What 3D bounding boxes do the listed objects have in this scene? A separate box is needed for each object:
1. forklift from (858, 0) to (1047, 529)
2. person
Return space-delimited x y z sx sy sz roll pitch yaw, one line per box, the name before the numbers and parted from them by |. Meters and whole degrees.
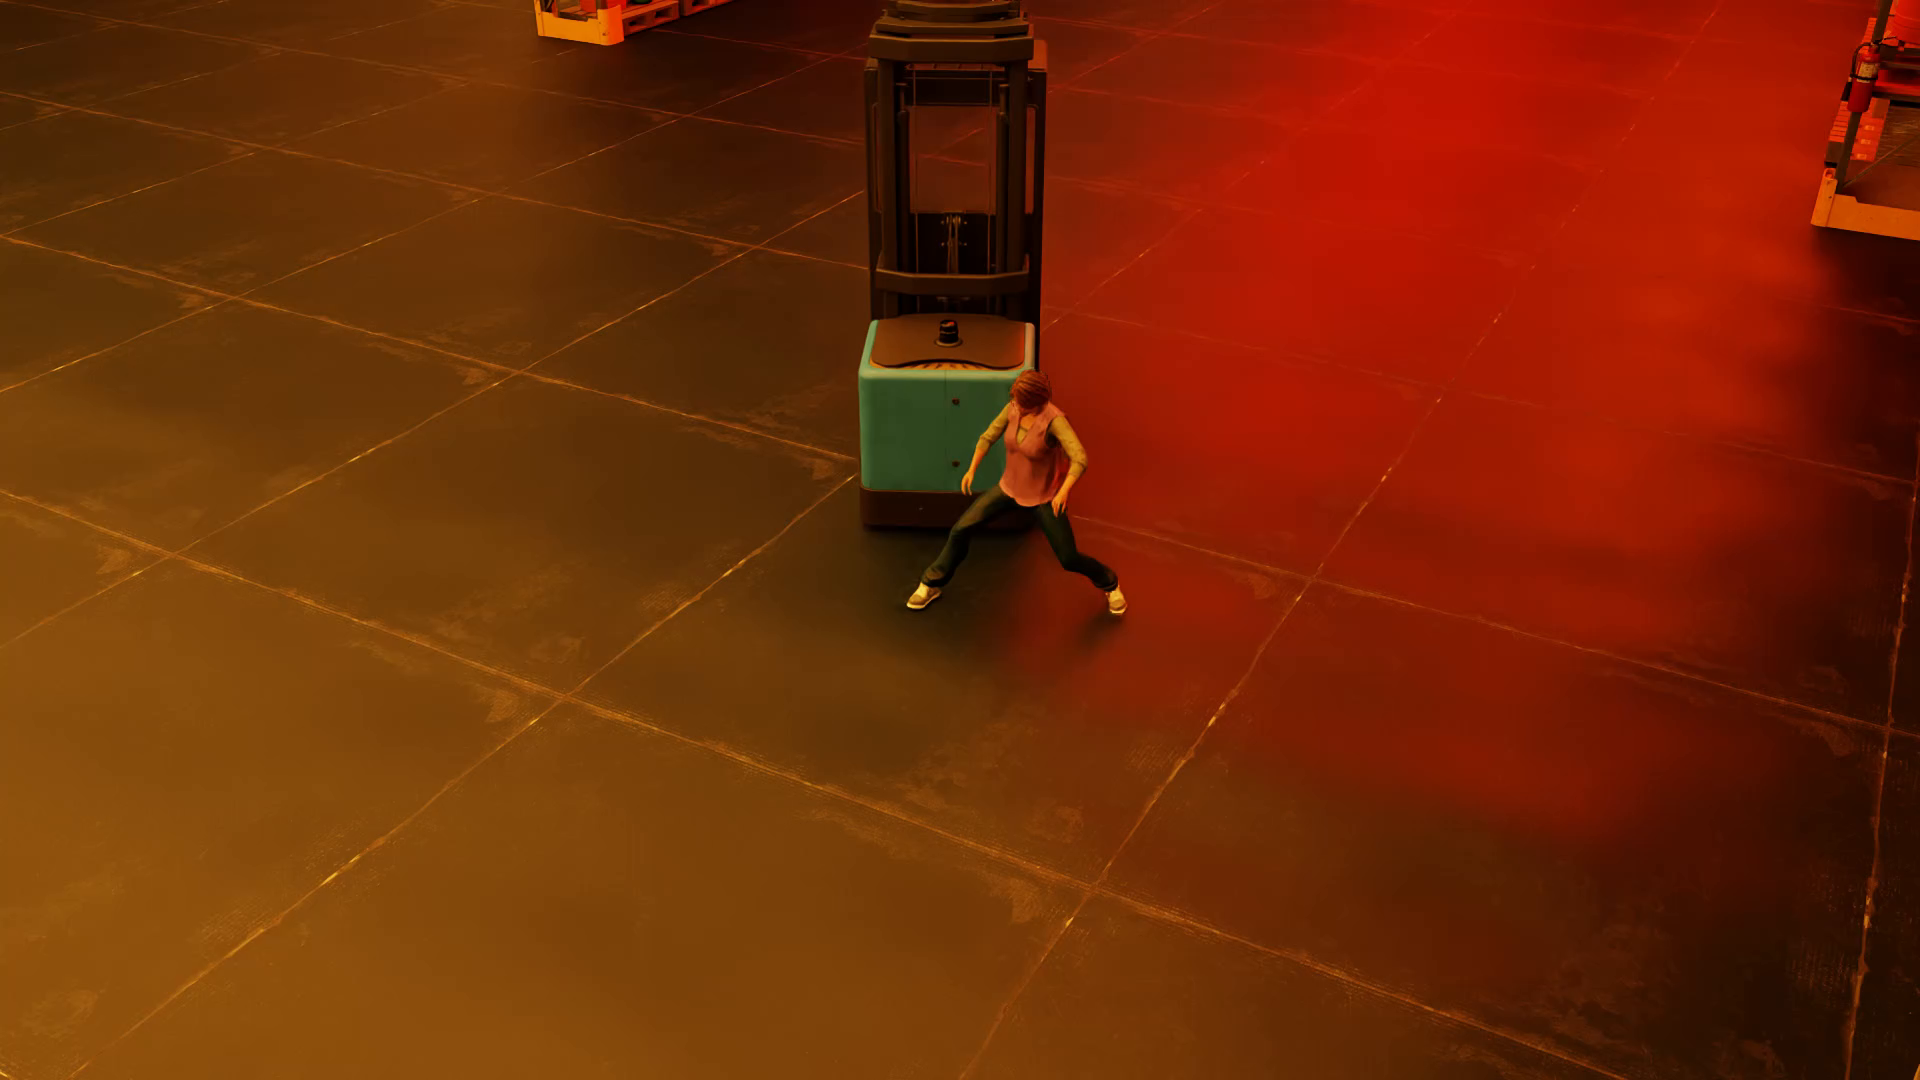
forklift | -0.016 -2.039 10.604 1.130 2.935 3.031 1 30 2
person | 0.341 -0.225 9.013 0.997 1.409 0.908 22 36 33
